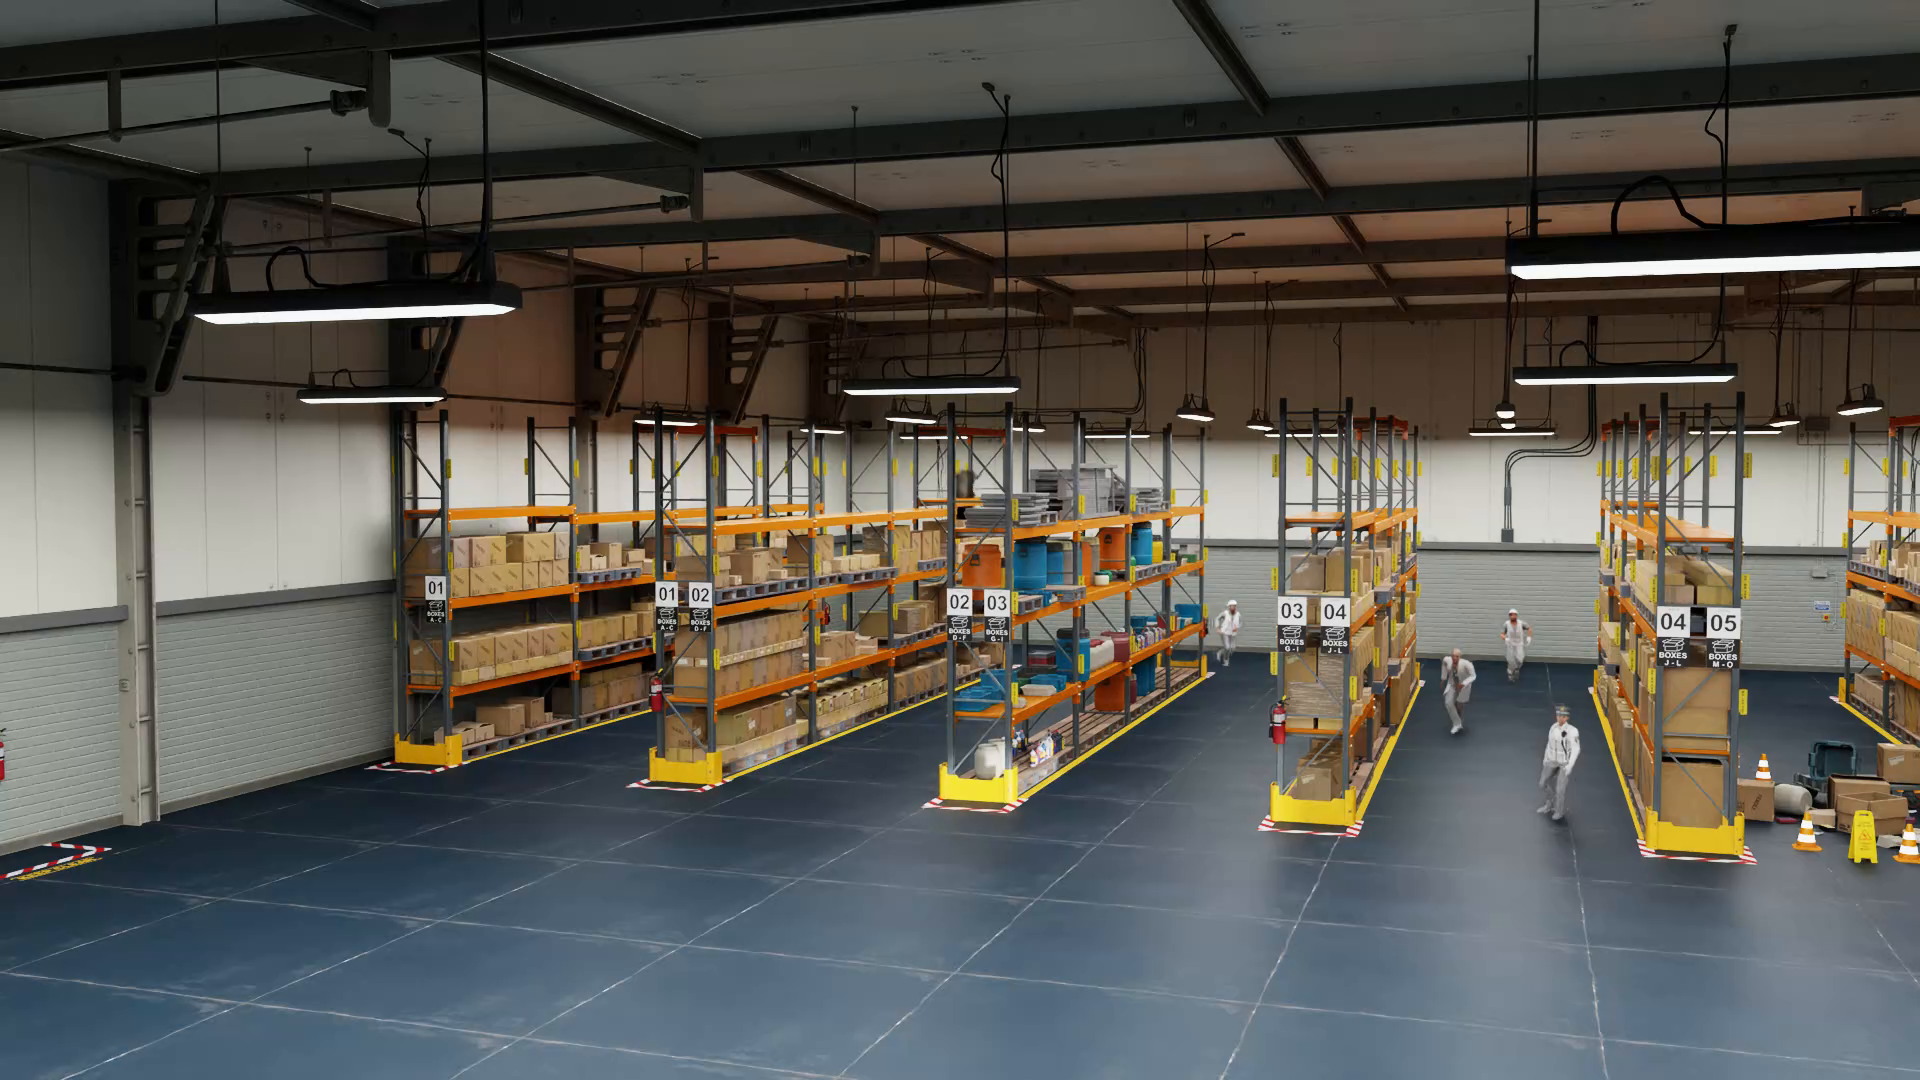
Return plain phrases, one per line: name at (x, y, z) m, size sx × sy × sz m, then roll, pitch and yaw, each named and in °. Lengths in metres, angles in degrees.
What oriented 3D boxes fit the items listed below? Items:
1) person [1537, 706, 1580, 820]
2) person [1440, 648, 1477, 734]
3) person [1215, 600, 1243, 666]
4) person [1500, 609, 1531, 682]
person at (8.548, 3.188, 23.740) m, size 0.438 × 1.677 × 0.708 m, roll -2°, pitch 3°, yaw -35°
person at (9.548, 2.839, 31.755) m, size 0.706 × 1.618 × 1.069 m, roll 1°, pitch 3°, yaw 28°
person at (6.814, 2.370, 42.358) m, size 0.748 × 1.695 × 0.577 m, roll -1°, pitch 3°, yaw -23°
person at (12.892, 2.469, 38.589) m, size 0.692 × 1.727 × 0.751 m, roll 1°, pitch 3°, yaw 17°
